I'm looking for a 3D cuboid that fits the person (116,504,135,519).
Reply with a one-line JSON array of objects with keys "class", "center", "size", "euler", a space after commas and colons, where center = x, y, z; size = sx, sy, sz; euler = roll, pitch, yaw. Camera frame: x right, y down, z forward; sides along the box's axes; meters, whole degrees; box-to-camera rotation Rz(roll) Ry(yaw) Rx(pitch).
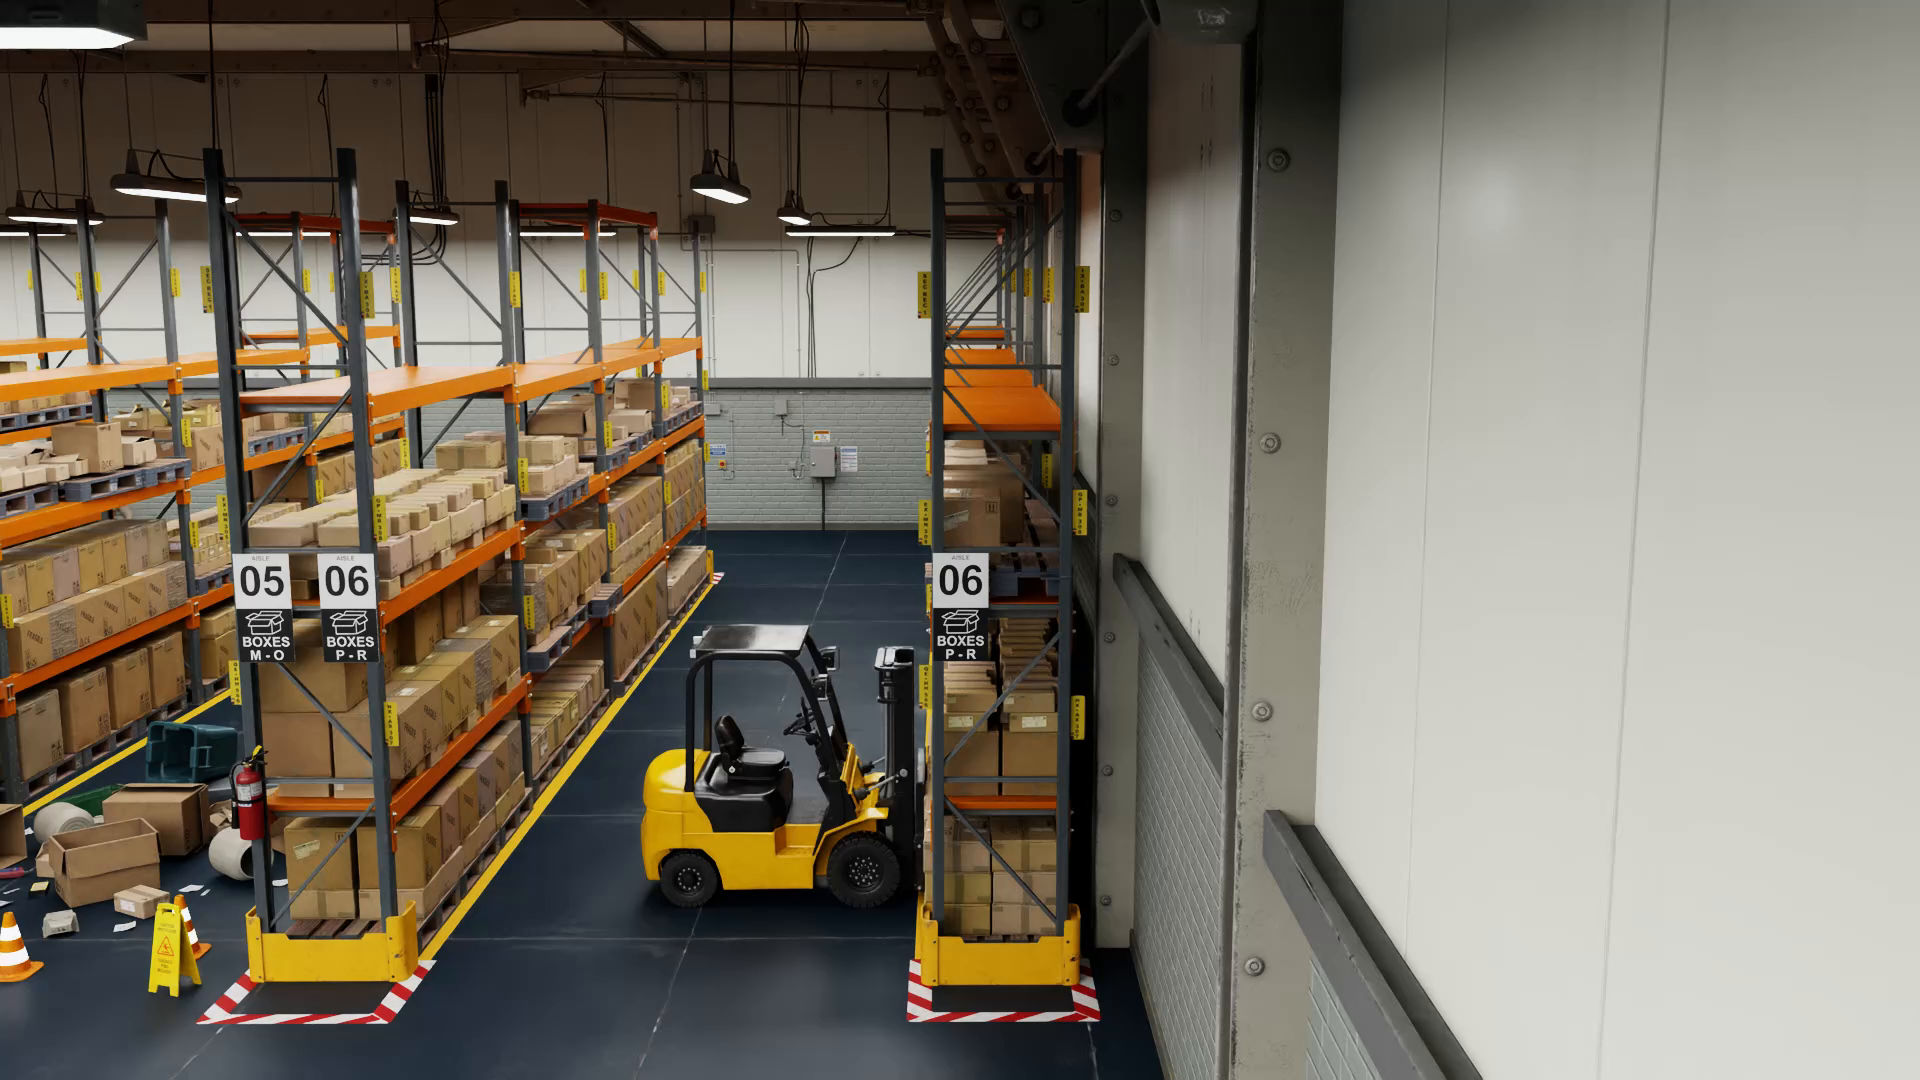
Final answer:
[{"class": "person", "center": [-16.223, -0.764, 31.950], "size": [1.017, 1.667, 0.605], "euler": [3, 10, 17]}]
